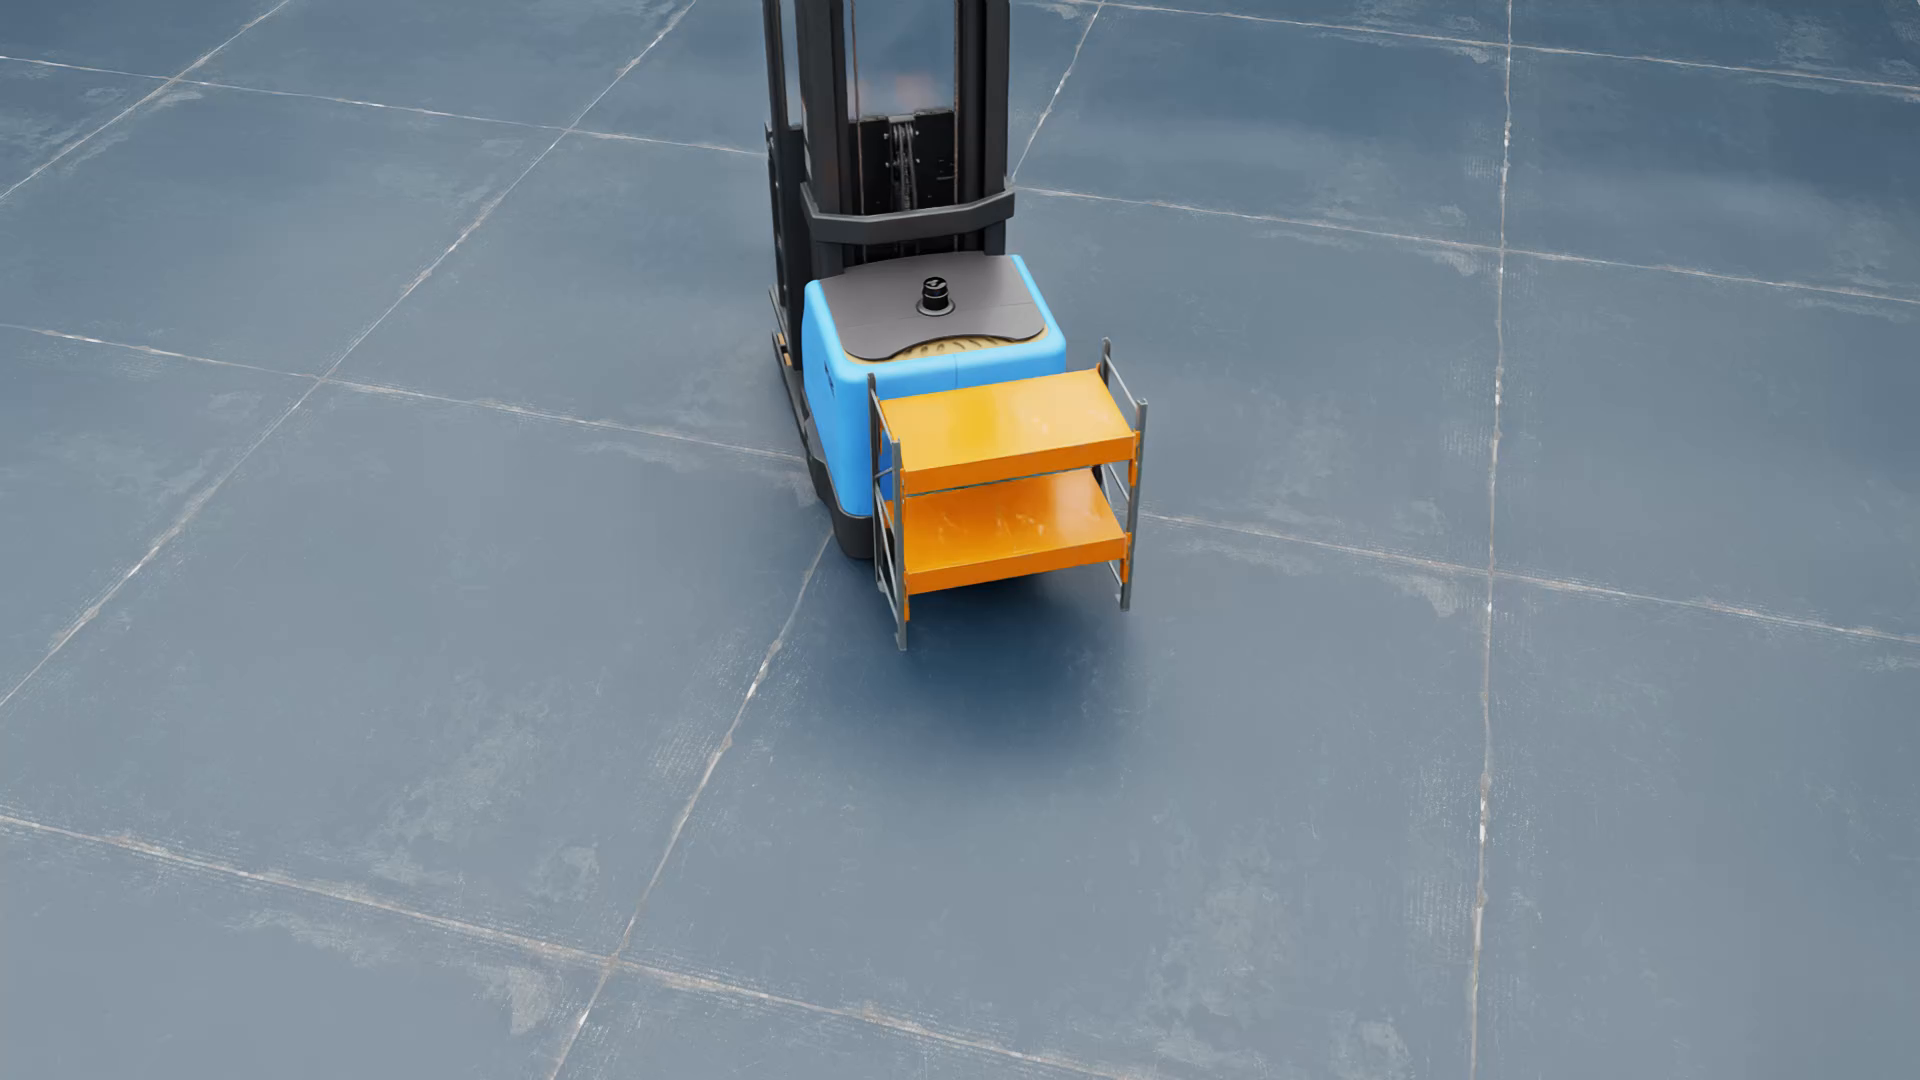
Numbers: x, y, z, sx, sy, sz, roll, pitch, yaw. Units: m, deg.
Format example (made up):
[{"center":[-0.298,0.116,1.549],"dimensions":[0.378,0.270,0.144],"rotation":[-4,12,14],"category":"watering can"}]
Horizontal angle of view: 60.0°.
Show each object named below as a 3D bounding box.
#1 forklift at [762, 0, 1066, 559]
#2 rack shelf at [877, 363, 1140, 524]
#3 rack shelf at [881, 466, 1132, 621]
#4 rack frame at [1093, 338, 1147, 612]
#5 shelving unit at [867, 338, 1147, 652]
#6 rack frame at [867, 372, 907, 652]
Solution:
[{"center":[-0.378,-1.993,7.869],"dimensions":[1.130,2.935,3.031],"rotation":[-9,41,-11],"category":"forklift"},{"center":[0.184,-0.411,6.934],"dimensions":[1.000,0.278,0.538],"rotation":[-9,41,-11],"category":"rack shelf"},{"center":[0.184,0.000,7.280],"dimensions":[1.000,0.278,0.538],"rotation":[-9,41,-11],"category":"rack shelf"},{"center":[0.676,-0.269,7.221],"dimensions":[0.032,1.125,0.500],"rotation":[-9,41,-11],"category":"rack frame"},{"center":[0.184,-0.187,7.123],"dimensions":[1.048,1.125,0.538],"rotation":[-9,41,-11],"category":"shelving unit"},{"center":[-0.308,-0.105,7.025],"dimensions":[0.032,1.125,0.500],"rotation":[-9,41,-11],"category":"rack frame"}]
